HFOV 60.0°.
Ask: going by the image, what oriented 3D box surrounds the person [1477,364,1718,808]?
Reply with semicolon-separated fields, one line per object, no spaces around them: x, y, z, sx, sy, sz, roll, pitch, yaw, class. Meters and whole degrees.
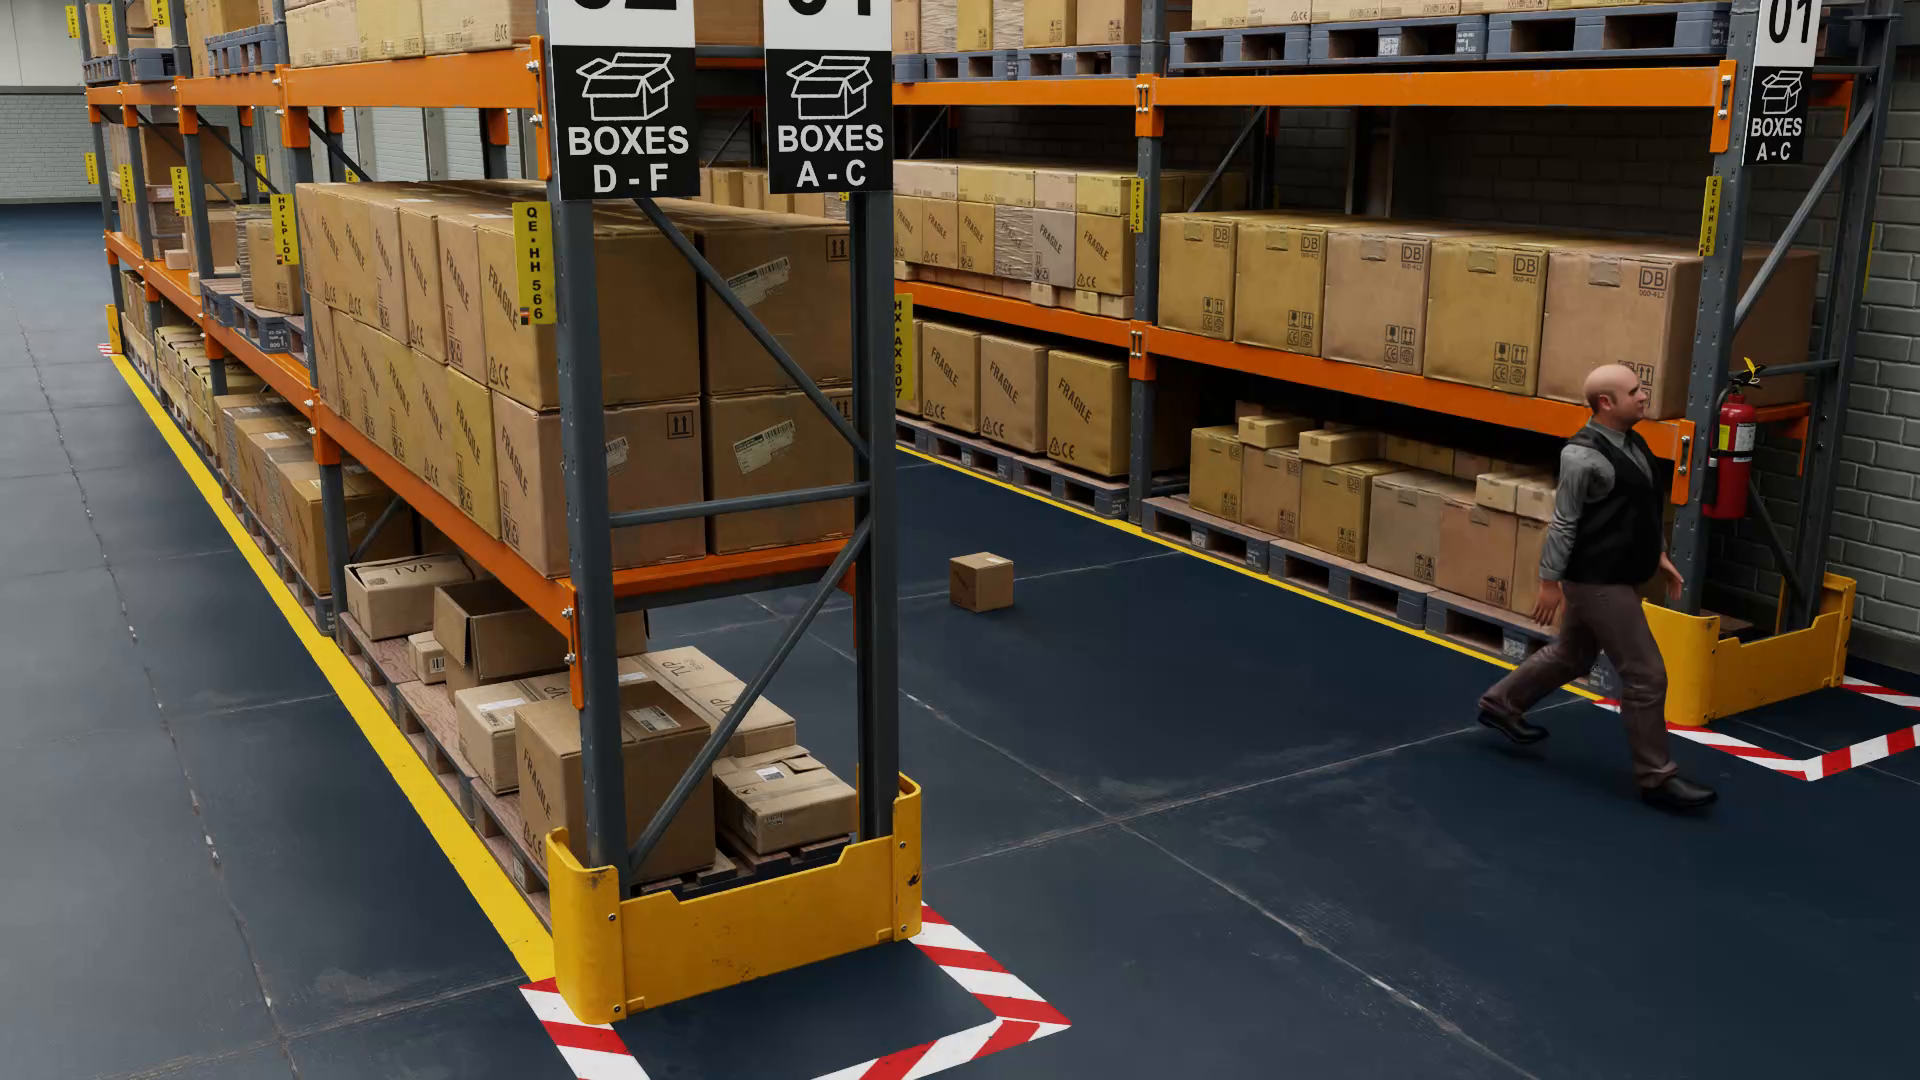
2.561;0.147;6.542;1.021;1.684;0.550;11;18;36;person
